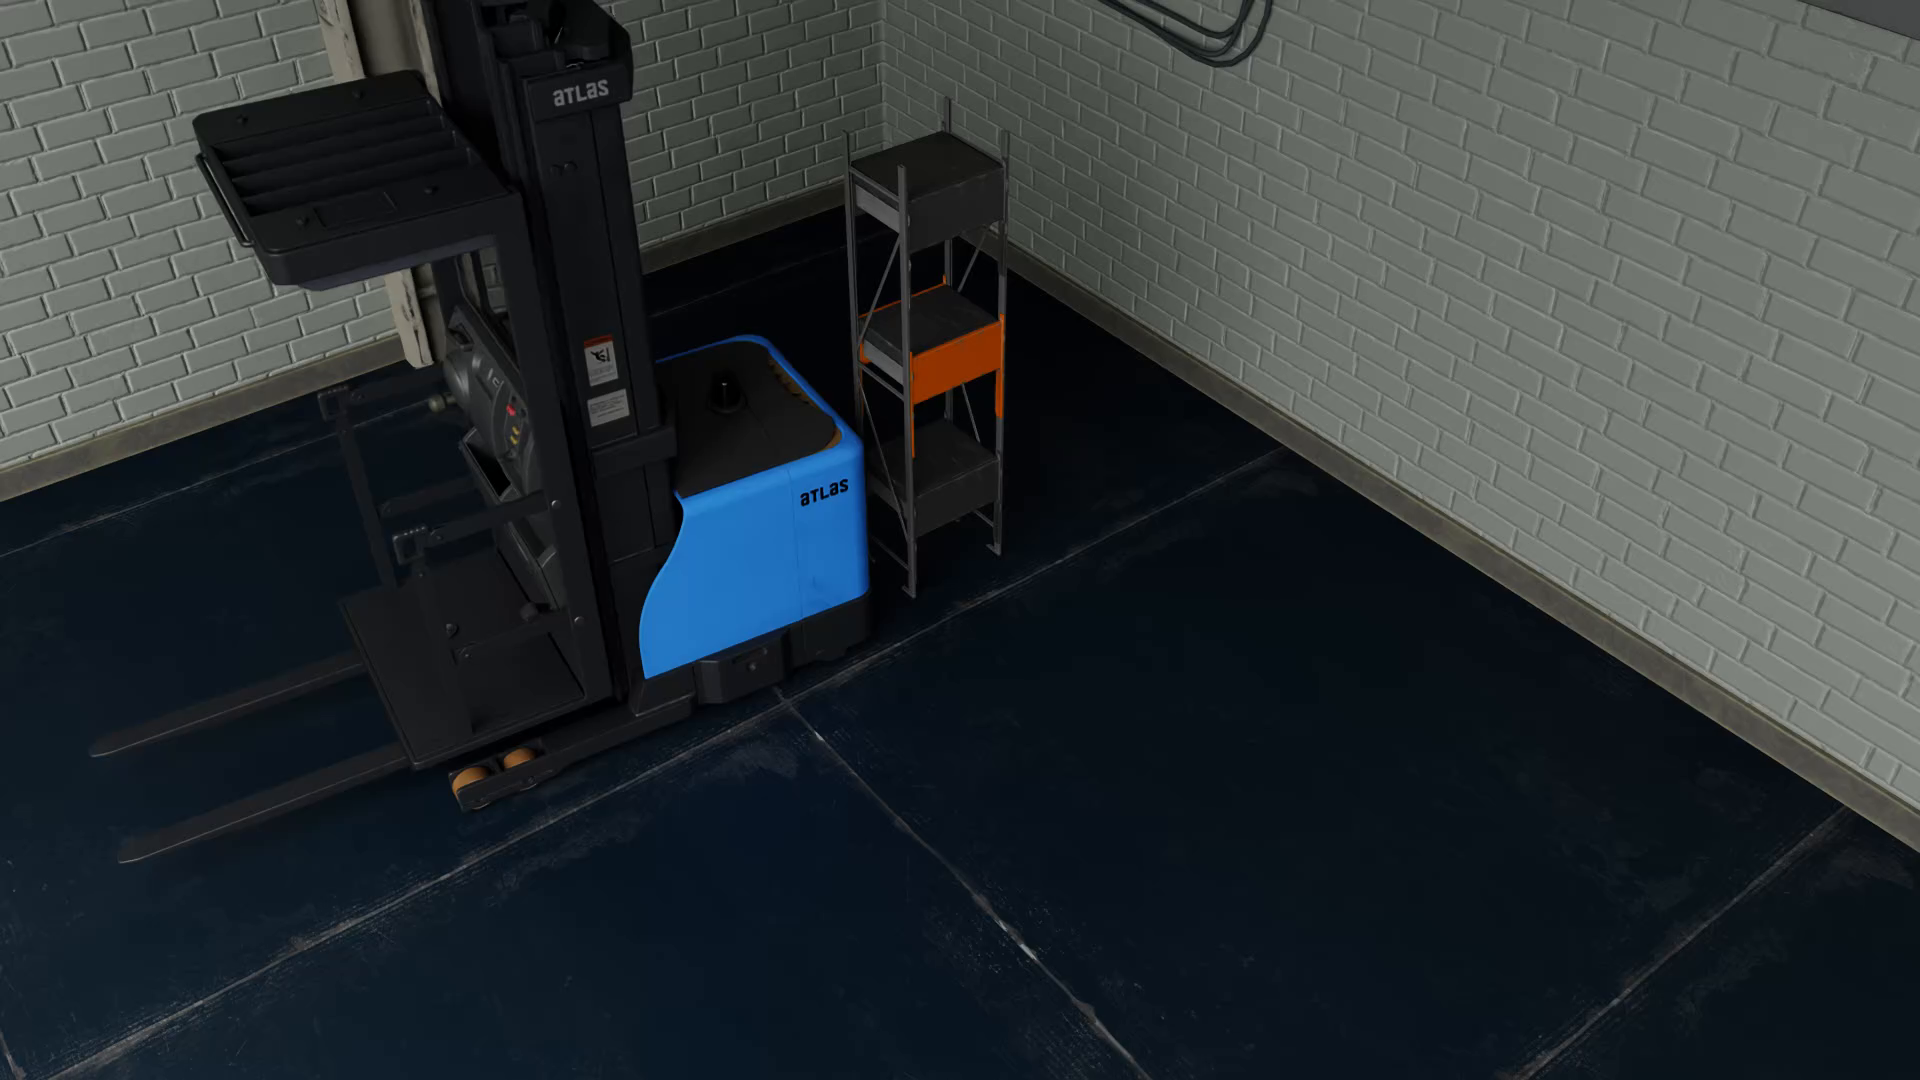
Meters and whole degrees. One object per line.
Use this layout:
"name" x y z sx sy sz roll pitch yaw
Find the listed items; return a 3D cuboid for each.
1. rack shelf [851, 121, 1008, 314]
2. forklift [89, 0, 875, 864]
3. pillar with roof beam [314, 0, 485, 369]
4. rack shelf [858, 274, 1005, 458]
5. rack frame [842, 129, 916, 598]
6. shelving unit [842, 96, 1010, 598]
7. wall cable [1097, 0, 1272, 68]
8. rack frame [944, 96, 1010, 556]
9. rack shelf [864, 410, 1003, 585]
"rack shelf" -0.131 -1.278 6.571 0.480 0.518 0.431 -26 46 -28
"forklift" -1.895 -0.471 6.013 3.031 2.935 1.130 -21 44 -23
"pillar with roof beam" -0.124 -2.306 3.466 0.400 9.000 9.100 -26 46 -28
"rack shelf" -0.131 -0.737 7.015 0.480 0.518 0.431 -26 46 -28
"rack frame" -0.325 -0.654 6.891 0.015 2.100 0.400 -26 46 -28
"shelving unit" -0.131 -0.748 7.006 0.503 2.100 0.431 -26 46 -28
"wall cable" 0.394 -3.744 7.667 0.112 2.526 3.097 -26 46 -28
"rack frame" 0.062 -0.842 7.121 0.015 2.100 0.400 -26 46 -28
"rack shelf" -0.131 -0.196 7.459 0.480 0.518 0.431 -26 46 -28
